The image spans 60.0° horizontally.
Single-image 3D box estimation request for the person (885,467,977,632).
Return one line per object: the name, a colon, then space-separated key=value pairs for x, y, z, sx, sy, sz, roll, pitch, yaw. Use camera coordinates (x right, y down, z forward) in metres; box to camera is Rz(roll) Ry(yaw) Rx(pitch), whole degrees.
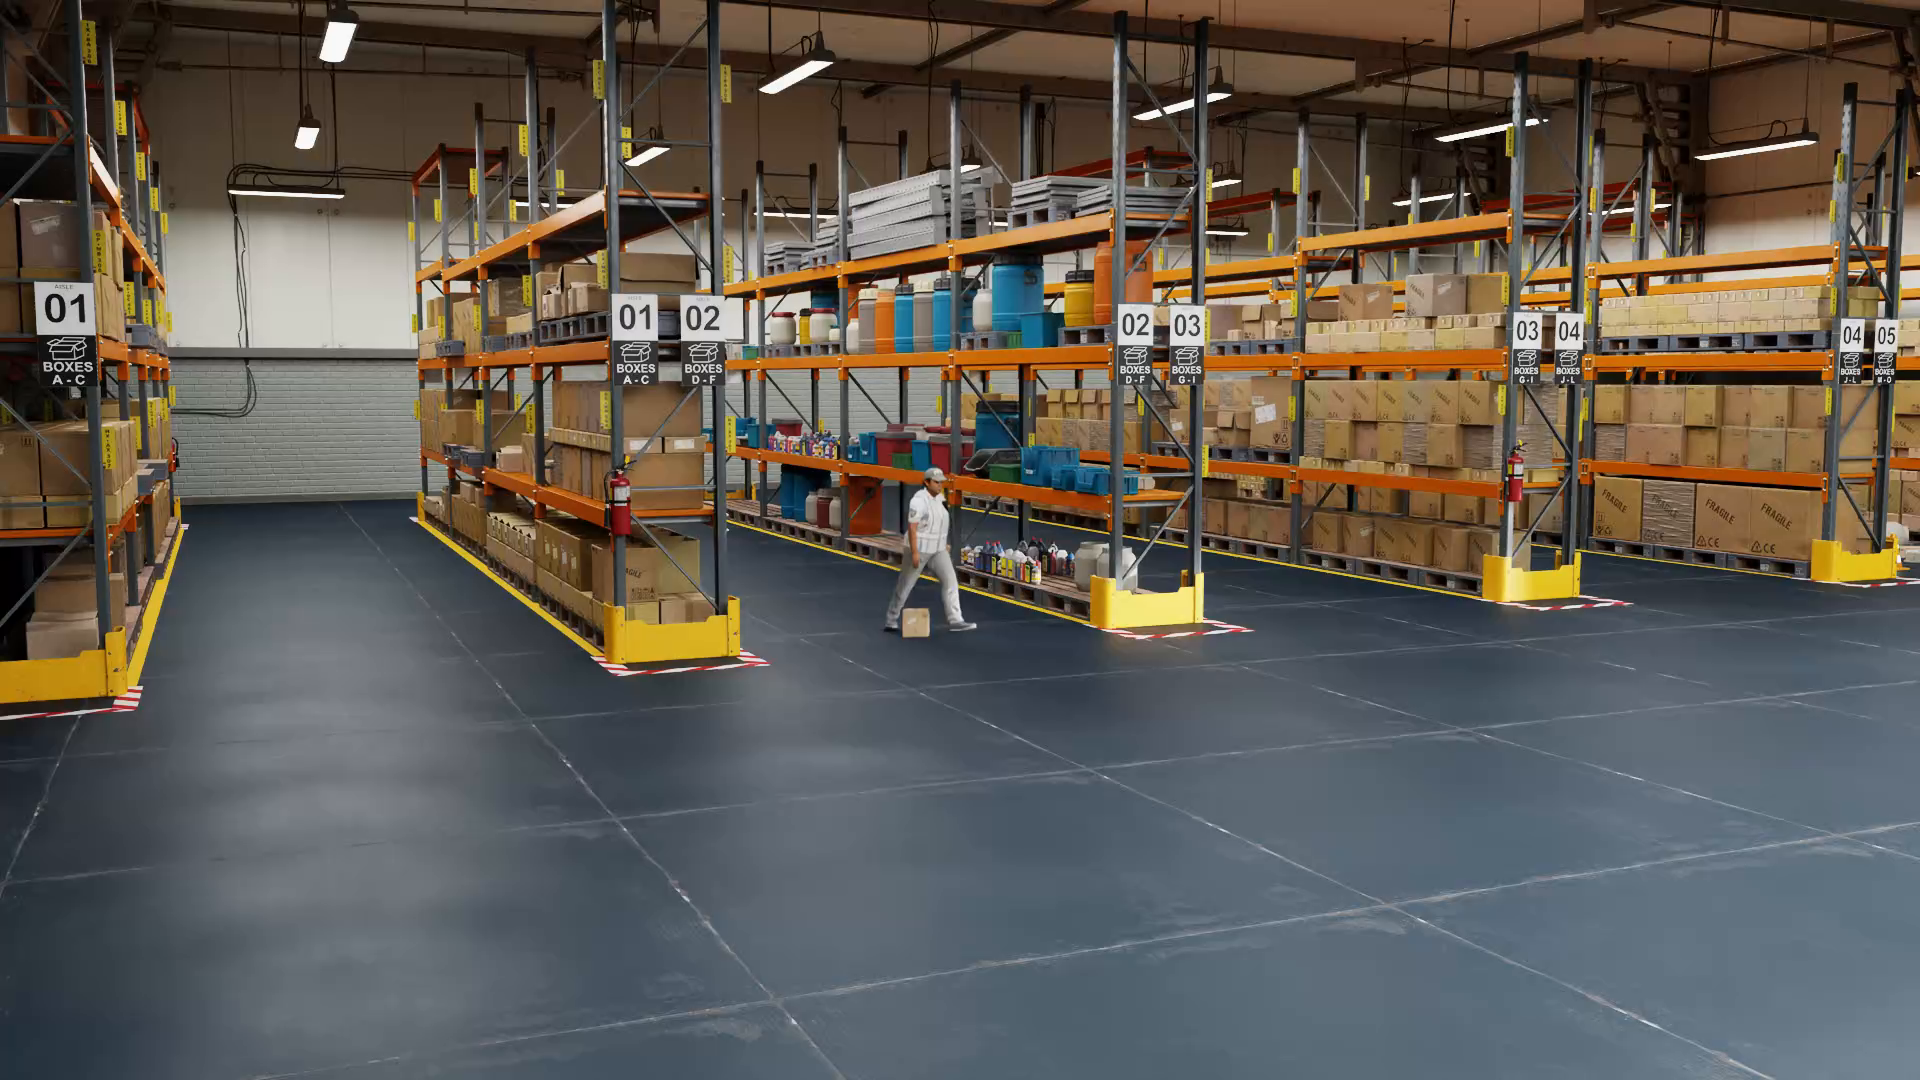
person: x=-0.326 y=0.095 z=16.224 sx=0.939 sy=1.612 sz=0.516 roll=5 pitch=7 yaw=43
